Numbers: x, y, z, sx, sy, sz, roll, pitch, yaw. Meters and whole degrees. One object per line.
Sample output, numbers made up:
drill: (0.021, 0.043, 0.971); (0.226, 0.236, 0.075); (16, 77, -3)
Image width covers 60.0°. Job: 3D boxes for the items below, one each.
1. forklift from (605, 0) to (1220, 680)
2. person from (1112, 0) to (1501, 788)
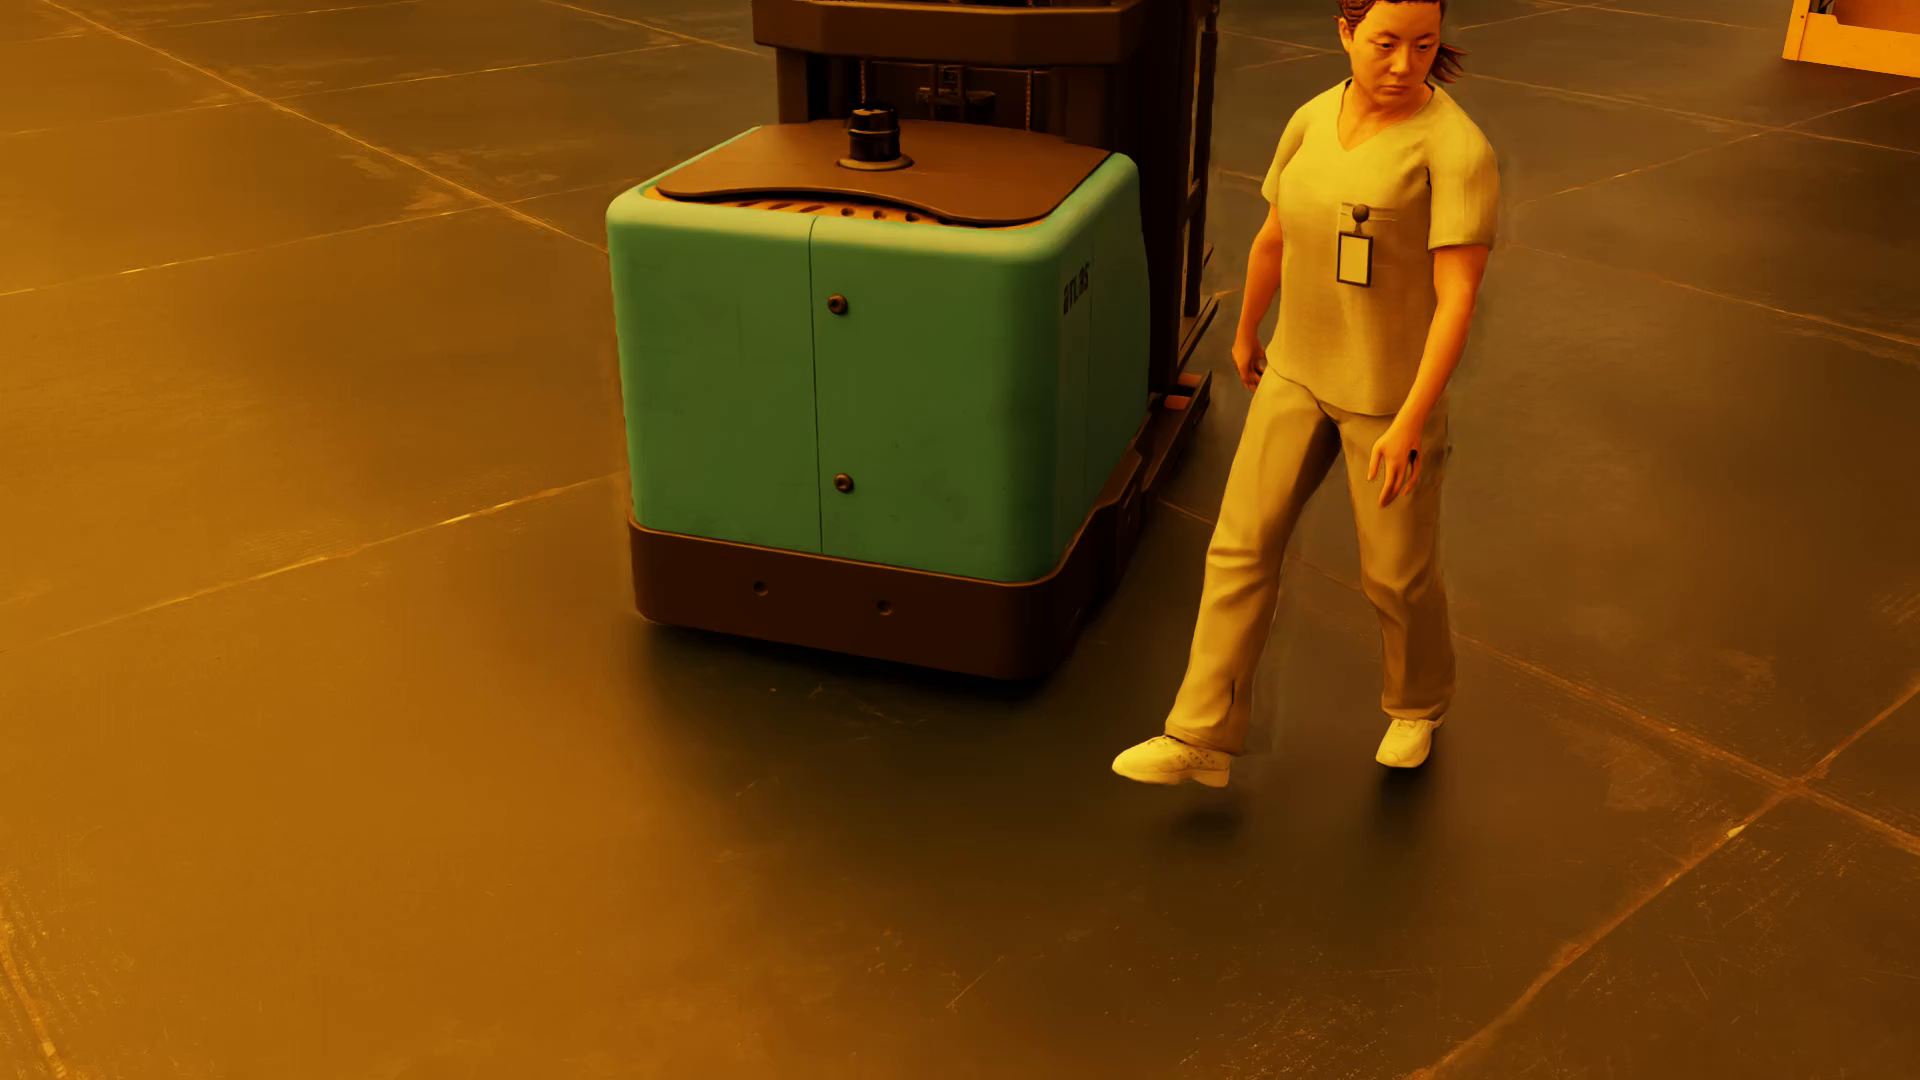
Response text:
forklift: (0.156, -1.634, 4.498); (1.130, 2.935, 3.031); (8, 28, 16)
person: (0.659, -0.271, 3.137); (0.833, 1.632, 0.623); (-24, 35, -39)
